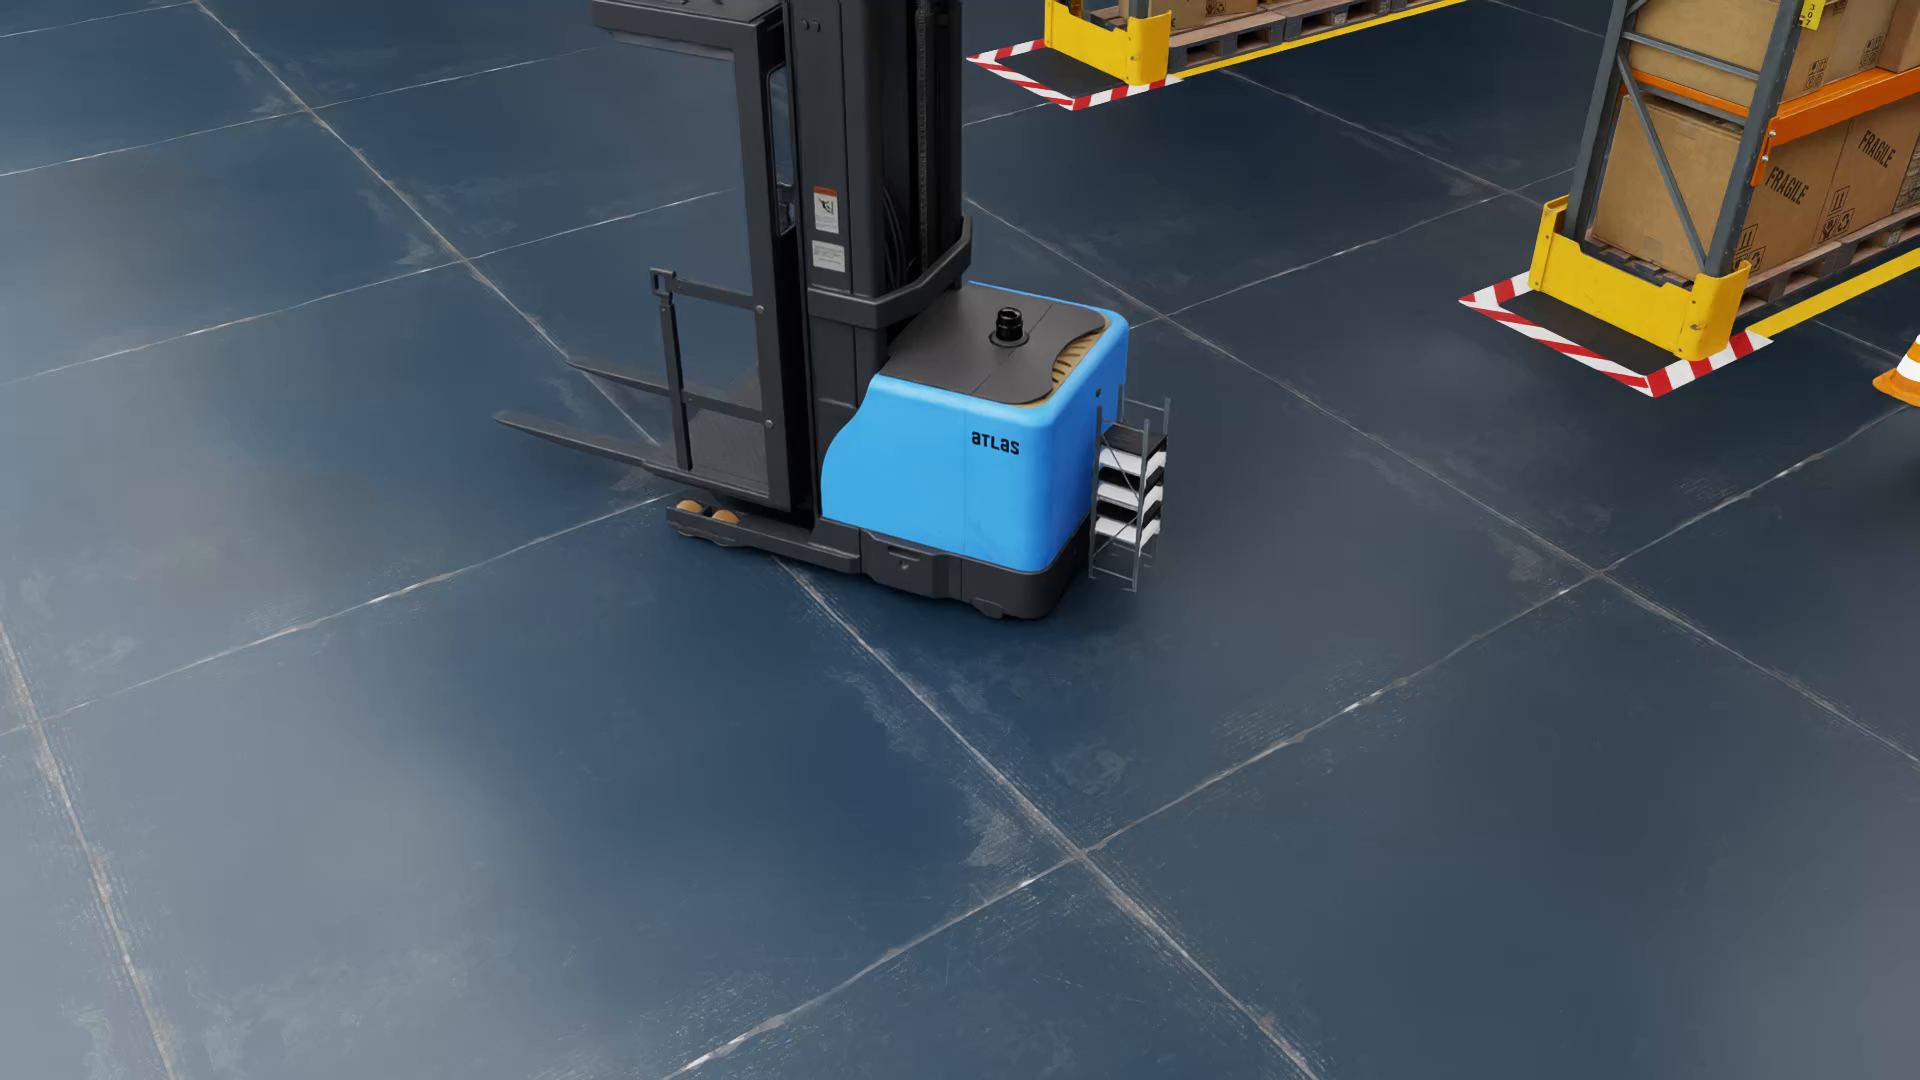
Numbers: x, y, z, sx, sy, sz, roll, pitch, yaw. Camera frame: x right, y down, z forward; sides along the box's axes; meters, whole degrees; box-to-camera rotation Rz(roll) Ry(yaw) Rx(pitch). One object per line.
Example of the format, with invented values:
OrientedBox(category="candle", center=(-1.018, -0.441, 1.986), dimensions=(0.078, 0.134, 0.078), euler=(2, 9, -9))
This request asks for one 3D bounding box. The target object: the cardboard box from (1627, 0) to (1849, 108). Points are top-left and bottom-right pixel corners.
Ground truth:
OrientedBox(category="cardboard box", center=(4.110, -2.732, 8.852), dimensions=(0.550, 0.550, 0.875), euler=(-22, 41, -28))

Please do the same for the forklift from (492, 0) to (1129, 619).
OrientedBox(category="forklift", center=(-0.804, -1.423, 7.218), dimensions=(3.031, 2.935, 1.130), euler=(15, 38, 20))

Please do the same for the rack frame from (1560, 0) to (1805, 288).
OrientedBox(category="rack frame", center=(3.833, -2.525, 8.692), dimensions=(0.127, 3.000, 1.000), euler=(-22, 41, -28))

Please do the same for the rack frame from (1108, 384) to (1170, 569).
OrientedBox(category="rack frame", center=(0.786, -0.268, 7.351), dimensions=(0.240, 0.900, 0.006), euler=(19, 40, 24))

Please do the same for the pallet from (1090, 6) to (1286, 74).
OrientedBox(category="pallet", center=(1.805, -4.076, 13.237), dimensions=(1.213, 0.211, 1.003), euler=(-22, 41, -28))

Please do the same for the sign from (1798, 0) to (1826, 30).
OrientedBox(category="sign", center=(4.147, -2.642, 8.045), dimensions=(0.005, 0.325, 0.100), euler=(-22, 41, -28))

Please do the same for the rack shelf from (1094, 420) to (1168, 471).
OrientedBox(category="rack shelf", center=(0.734, -0.409, 7.142), dimensions=(0.258, 0.077, 0.200), euler=(19, 40, 24))

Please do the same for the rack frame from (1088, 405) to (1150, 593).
OrientedBox(category="rack frame", center=(0.683, -0.165, 7.209), dimensions=(0.240, 0.900, 0.006), euler=(19, 40, 24))

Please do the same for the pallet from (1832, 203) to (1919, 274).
OrientedBox(category="pallet", center=(5.438, -2.107, 10.499), dimensions=(1.213, 0.211, 1.003), euler=(-22, 41, -28))

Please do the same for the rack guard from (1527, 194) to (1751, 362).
OrientedBox(category="rack guard", center=(3.813, -1.502, 9.410), dimensions=(0.348, 0.500, 1.175), euler=(-22, 41, -28))

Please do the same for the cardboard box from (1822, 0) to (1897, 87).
OrientedBox(category="cardboard box", center=(4.547, -2.928, 9.123), dimensions=(0.550, 0.550, 0.875), euler=(-22, 41, -28))

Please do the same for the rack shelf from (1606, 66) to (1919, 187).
OrientedBox(category="rack shelf", center=(5.467, -2.906, 9.837), dimensions=(4.000, 0.370, 1.077), euler=(-22, 41, -28))

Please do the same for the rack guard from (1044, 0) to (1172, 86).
OrientedBox(category="rack guard", center=(1.120, -3.937, 12.796), dimensions=(0.348, 0.500, 1.175), euler=(-22, 41, -28))

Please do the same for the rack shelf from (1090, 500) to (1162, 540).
OrientedBox(category="rack shelf", center=(0.734, -0.116, 7.352), dimensions=(0.258, 0.077, 0.200), euler=(19, 40, 24))

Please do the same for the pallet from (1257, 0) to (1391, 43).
OrientedBox(category="pallet", center=(2.801, -4.484, 13.804), dimensions=(1.213, 0.211, 1.003), euler=(-22, 41, -28))

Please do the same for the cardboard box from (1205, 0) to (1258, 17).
OrientedBox(category="cardboard box", center=(2.047, -4.501, 13.221), dimensions=(0.500, 0.500, 0.500), euler=(-12, 37, -16))

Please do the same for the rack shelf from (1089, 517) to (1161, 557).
OrientedBox(category="rack shelf", center=(0.734, -0.043, 7.405), dimensions=(0.258, 0.077, 0.200), euler=(19, 40, 24))

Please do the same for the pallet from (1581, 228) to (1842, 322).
OrientedBox(category="pallet", center=(4.441, -1.699, 9.932), dimensions=(1.213, 0.211, 1.003), euler=(-22, 41, -28))

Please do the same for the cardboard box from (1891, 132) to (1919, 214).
OrientedBox(category="cardboard box", center=(5.813, -2.695, 10.389), dimensions=(0.875, 0.875, 0.875), euler=(-22, 41, -28))

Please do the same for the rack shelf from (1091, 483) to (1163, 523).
OrientedBox(category="rack shelf", center=(0.734, -0.189, 7.300), dimensions=(0.258, 0.077, 0.200), euler=(19, 40, 24))

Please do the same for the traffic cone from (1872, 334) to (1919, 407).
OrientedBox(category="traffic cone", center=(5.085, -0.996, 8.739), dimensions=(0.334, 0.463, 0.336), euler=(-22, 41, -28))

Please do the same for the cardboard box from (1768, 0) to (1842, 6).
OrientedBox(category="cardboard box", center=(4.158, -3.131, 8.481), dimensions=(0.550, 0.550, 0.875), euler=(-22, 41, -28))

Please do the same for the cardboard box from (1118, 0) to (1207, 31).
OrientedBox(category="cardboard box", center=(1.578, -4.284, 12.919), dimensions=(0.500, 0.500, 0.500), euler=(-15, 38, -20))

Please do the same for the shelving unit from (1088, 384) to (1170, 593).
OrientedBox(category="shelving unit", center=(0.734, -0.217, 7.280), dimensions=(0.258, 0.900, 0.210), euler=(19, 40, 24))

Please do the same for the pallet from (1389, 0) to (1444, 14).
OrientedBox(category="pallet", center=(3.799, -4.897, 14.378), dimensions=(1.213, 0.211, 1.003), euler=(-22, 41, -28))

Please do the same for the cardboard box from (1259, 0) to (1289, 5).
OrientedBox(category="cardboard box", center=(2.570, -4.703, 13.501), dimensions=(0.500, 0.500, 0.500), euler=(-18, 40, -24))

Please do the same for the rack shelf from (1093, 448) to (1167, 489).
OrientedBox(category="rack shelf", center=(0.734, -0.336, 7.195), dimensions=(0.258, 0.077, 0.200), euler=(19, 40, 24))

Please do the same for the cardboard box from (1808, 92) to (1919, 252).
OrientedBox(category="cardboard box", center=(5.067, -2.390, 9.963), dimensions=(0.875, 0.875, 0.875), euler=(-23, 42, -29))

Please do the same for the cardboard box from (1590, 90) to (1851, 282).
OrientedBox(category="cardboard box", center=(4.349, -2.093, 9.551), dimensions=(0.875, 0.875, 0.875), euler=(-22, 41, -28))

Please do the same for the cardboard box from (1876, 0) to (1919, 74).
OrientedBox(category="cardboard box", center=(5.077, -3.056, 9.302), dimensions=(0.550, 0.550, 0.875), euler=(-22, 41, -28))

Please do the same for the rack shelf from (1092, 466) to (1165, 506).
OrientedBox(category="rack shelf", center=(0.734, -0.263, 7.247), dimensions=(0.258, 0.077, 0.200), euler=(19, 40, 24))

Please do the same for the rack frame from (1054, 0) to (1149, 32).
OrientedBox(category="rack frame", center=(1.058, -4.926, 12.031), dimensions=(0.127, 3.000, 1.000), euler=(-22, 41, -28))
